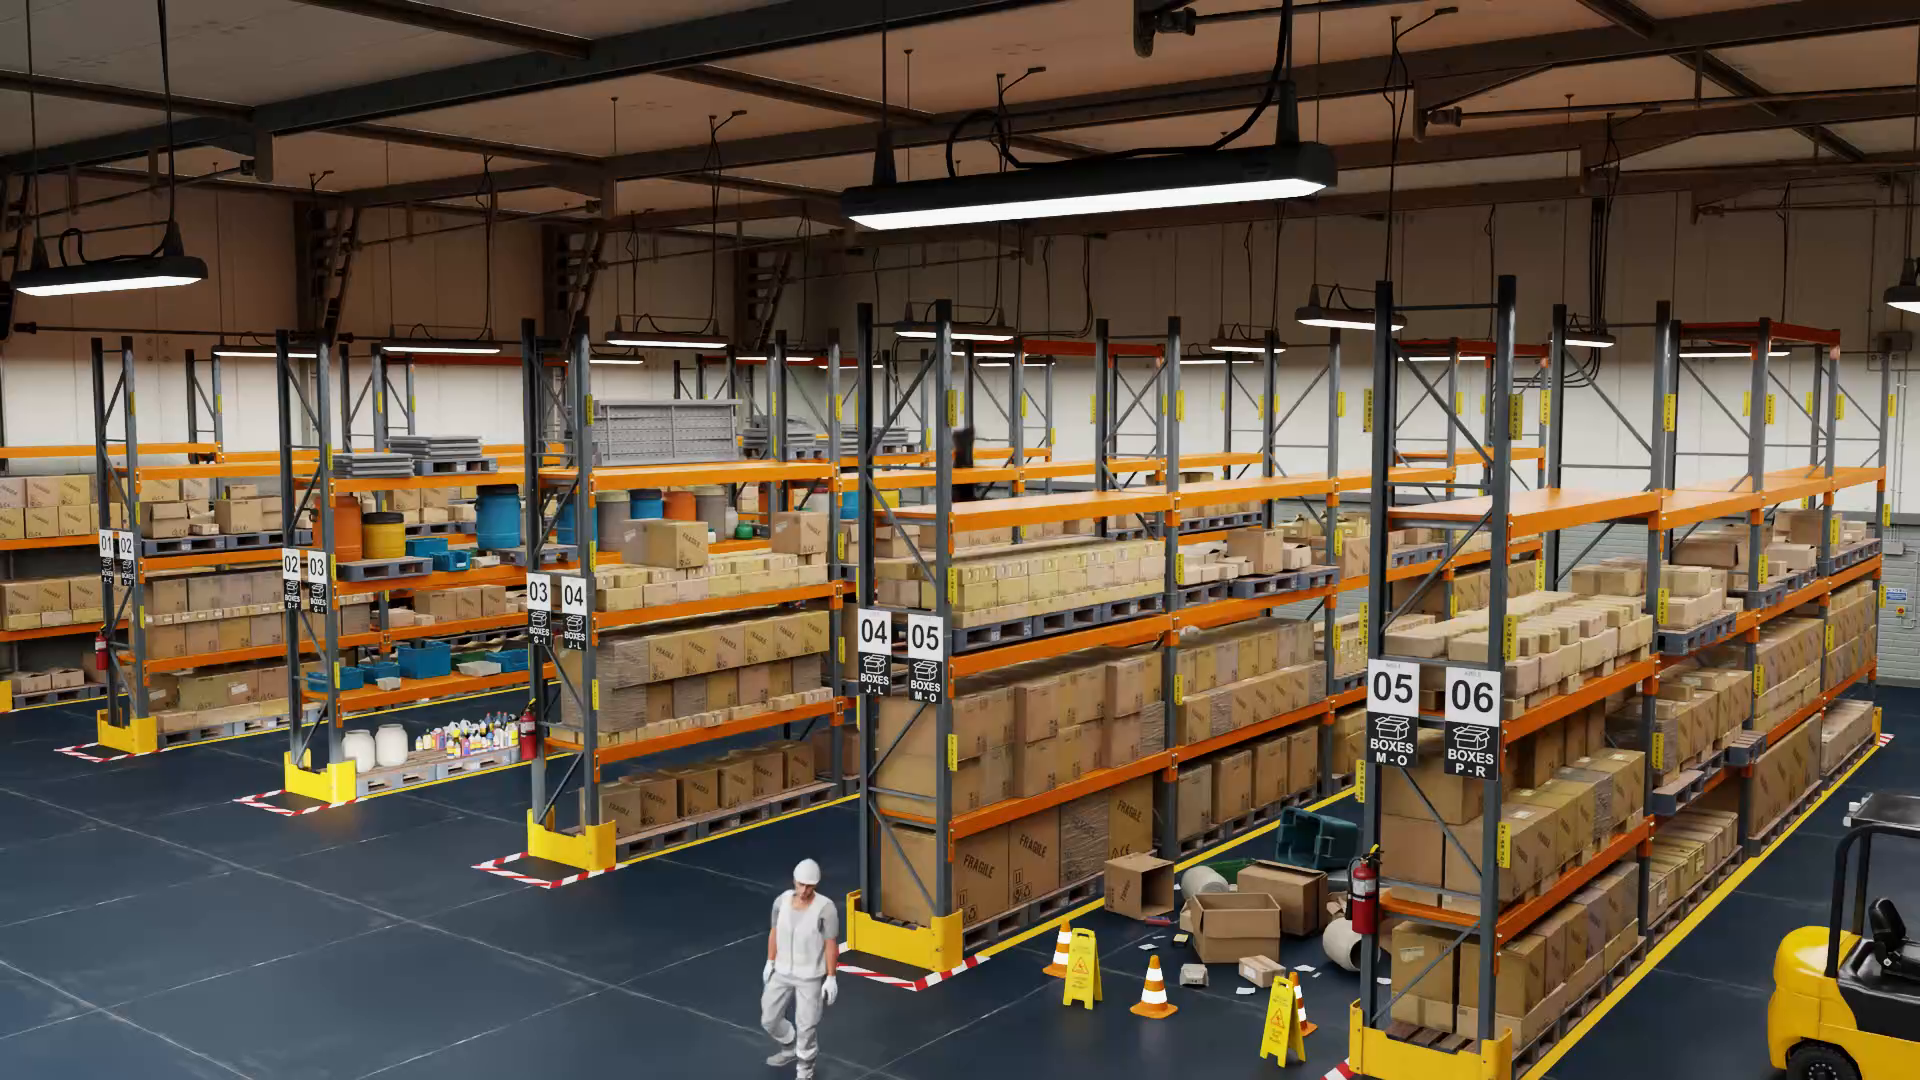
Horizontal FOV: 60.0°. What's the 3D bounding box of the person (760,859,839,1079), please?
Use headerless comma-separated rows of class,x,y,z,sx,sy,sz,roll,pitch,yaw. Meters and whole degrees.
person,-1.192,3.205,12.371,0.686,1.761,0.506,2,5,22

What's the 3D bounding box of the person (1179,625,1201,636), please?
person,3.446,1.916,25.902,0.650,1.766,0.773,4,6,38
